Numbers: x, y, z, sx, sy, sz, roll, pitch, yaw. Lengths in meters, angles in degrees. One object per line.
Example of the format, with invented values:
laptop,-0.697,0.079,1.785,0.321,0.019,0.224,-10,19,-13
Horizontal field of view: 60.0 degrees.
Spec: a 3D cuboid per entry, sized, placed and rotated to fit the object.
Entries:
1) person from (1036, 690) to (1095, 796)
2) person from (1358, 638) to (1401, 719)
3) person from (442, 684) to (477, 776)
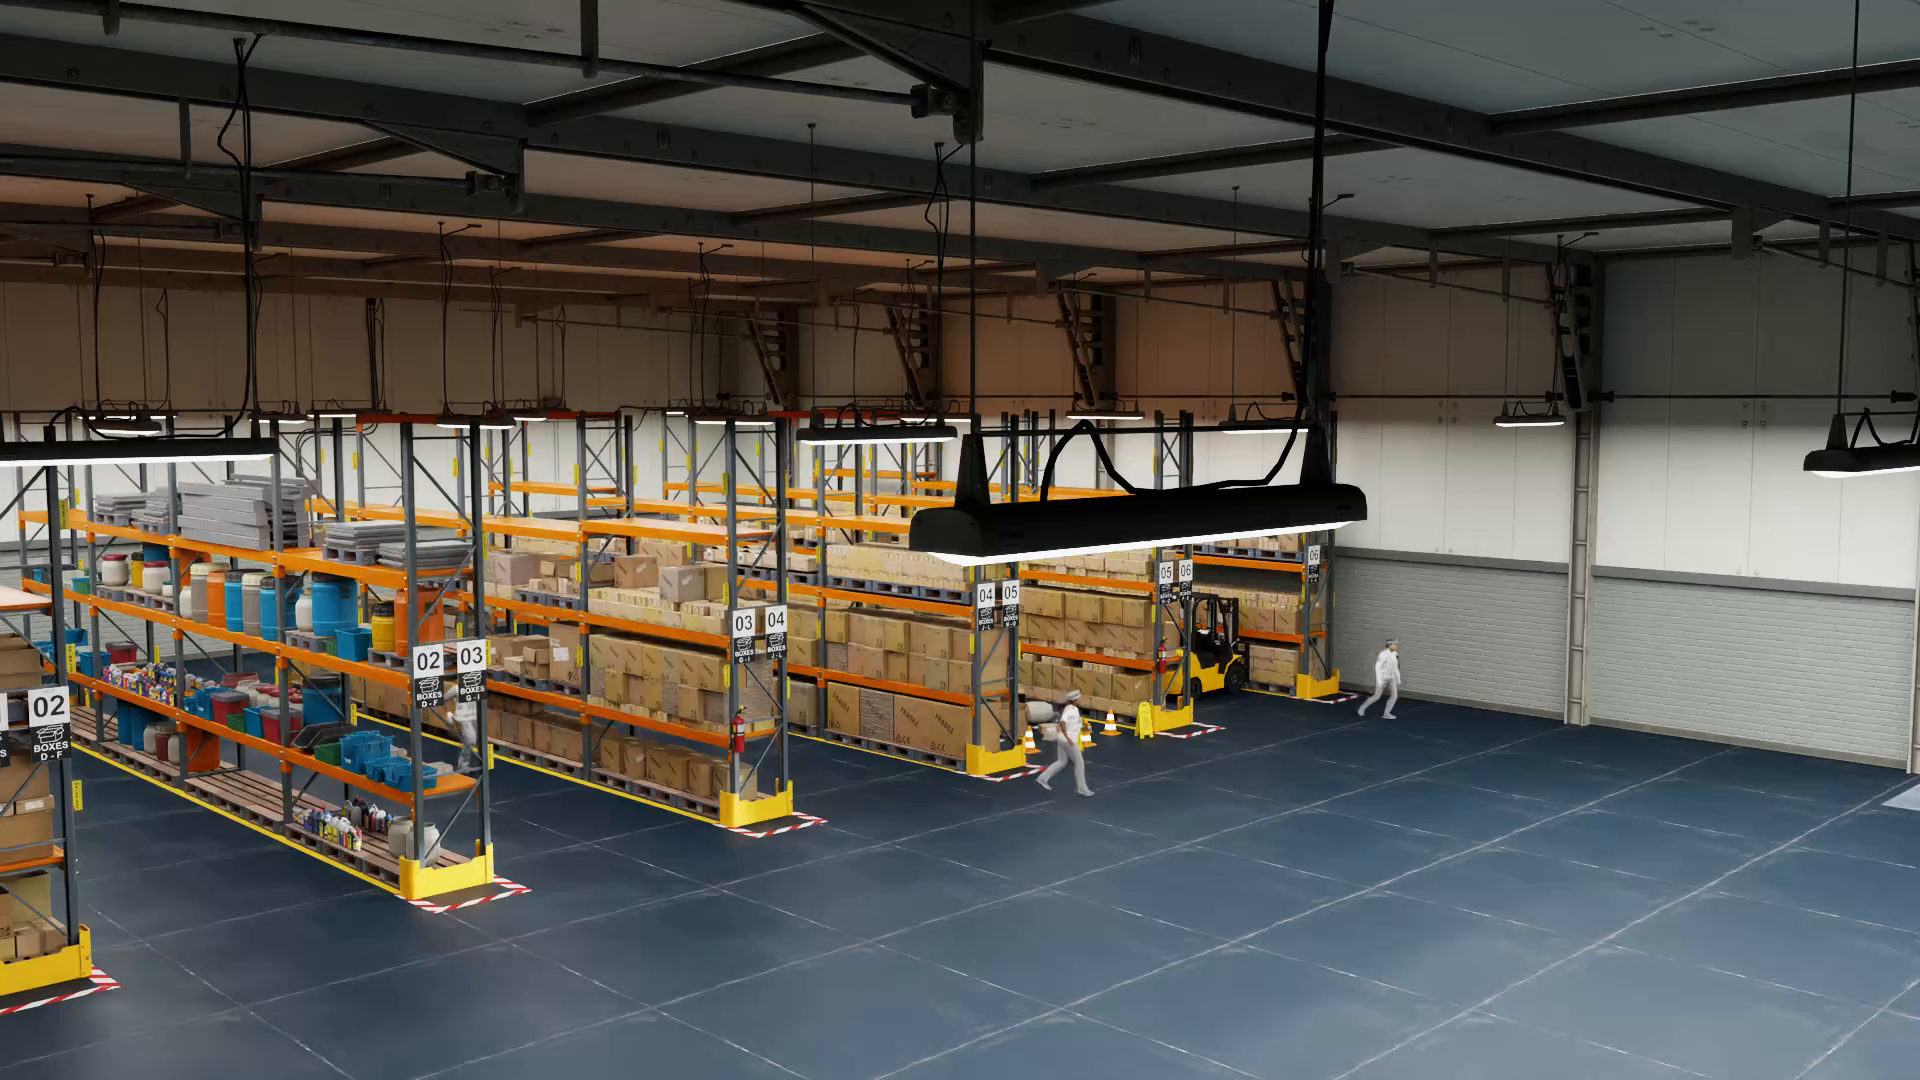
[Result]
person,1.675,3.207,26.314,0.929,1.686,0.546,-1,5,-7
person,8.253,2.691,32.631,0.715,1.612,0.652,-3,6,-34
person,-8.215,3.032,27.784,0.709,1.793,0.676,3,6,33
